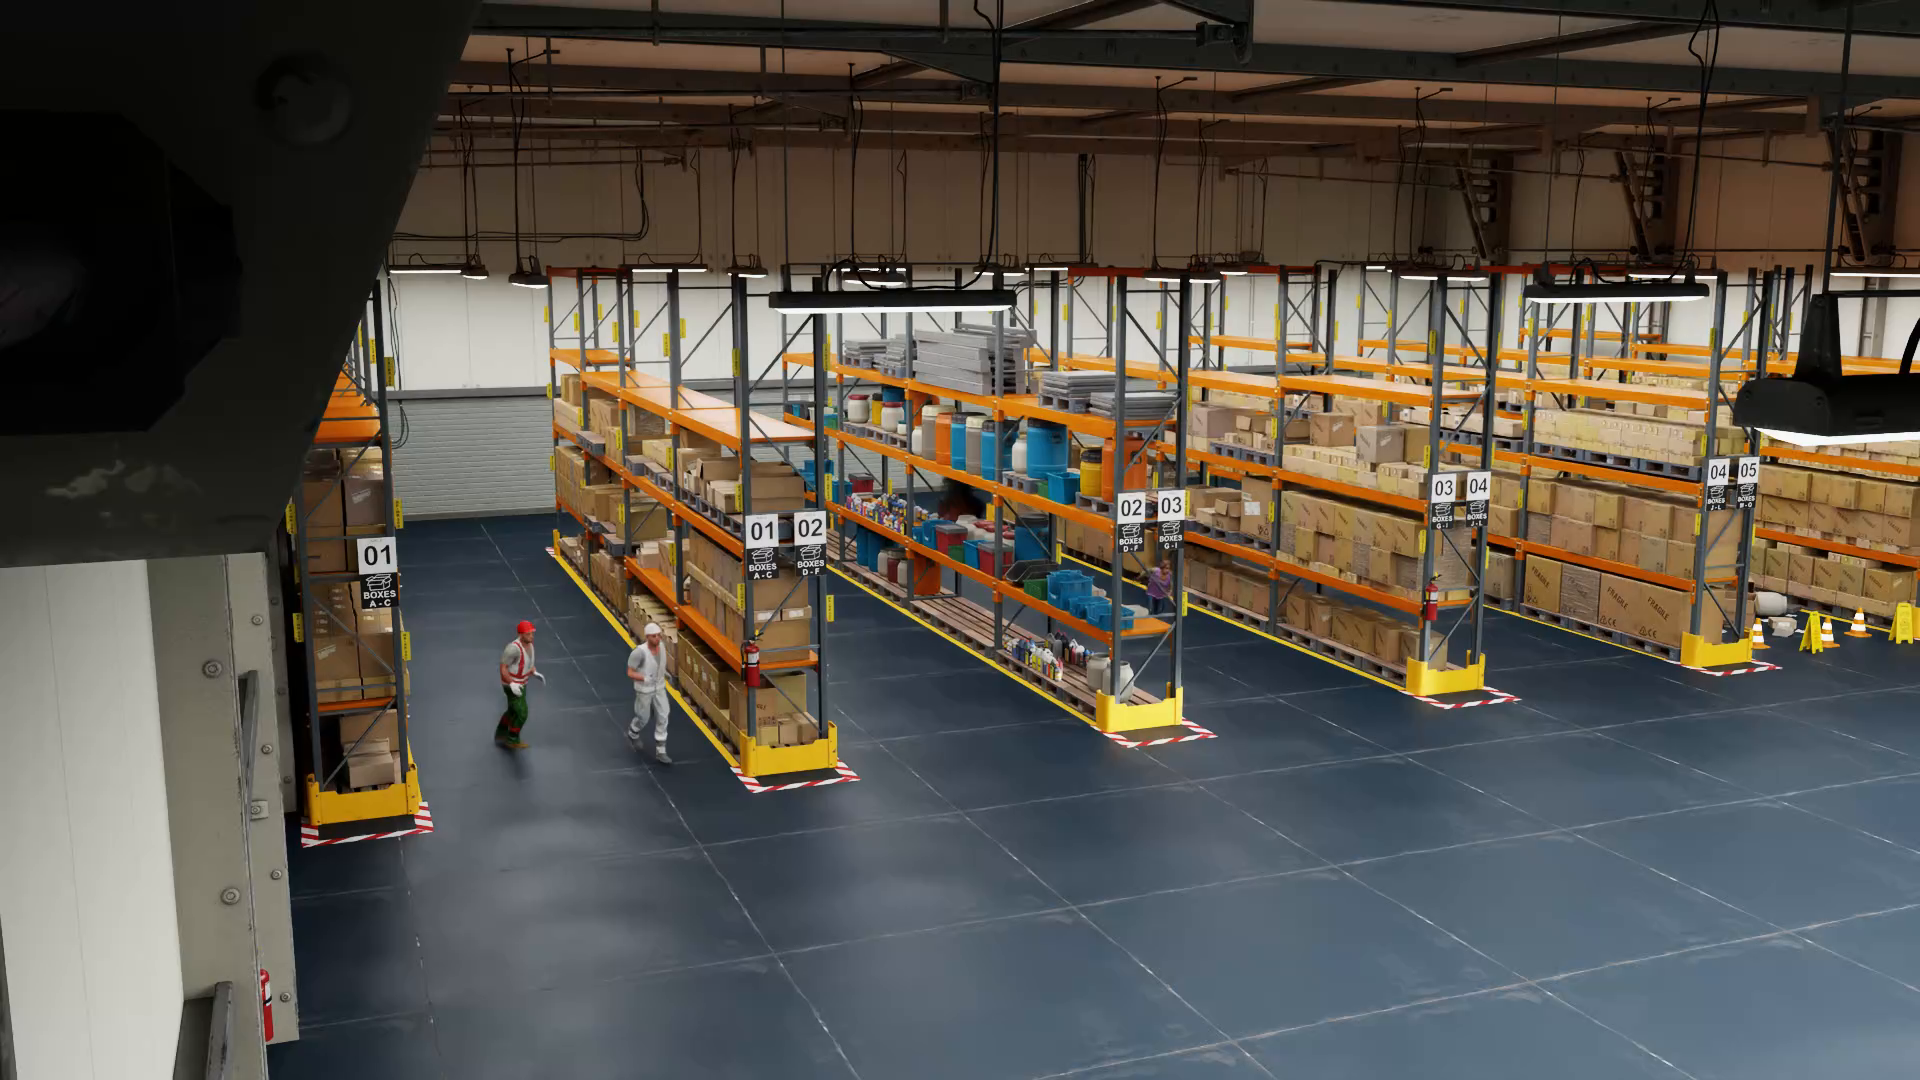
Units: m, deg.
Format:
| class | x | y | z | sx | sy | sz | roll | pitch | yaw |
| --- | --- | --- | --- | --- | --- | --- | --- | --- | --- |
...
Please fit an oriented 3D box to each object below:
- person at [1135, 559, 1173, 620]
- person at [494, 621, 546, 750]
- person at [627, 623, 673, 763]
| class | x | y | z | sx | sy | sz | roll | pitch | yaw |
| --- | --- | --- | --- | --- | --- | --- | --- | --- | --- |
| person | 3.235 | 0.947 | 27.210 | 0.559 | 1.365 | 0.907 | -2 | 10 | -9 |
| person | -5.685 | 1.842 | 21.204 | 0.785 | 1.720 | 0.662 | 2 | 10 | 11 |
| person | -3.918 | 1.869 | 20.789 | 0.655 | 1.753 | 0.970 | -8 | 13 | -39 |
